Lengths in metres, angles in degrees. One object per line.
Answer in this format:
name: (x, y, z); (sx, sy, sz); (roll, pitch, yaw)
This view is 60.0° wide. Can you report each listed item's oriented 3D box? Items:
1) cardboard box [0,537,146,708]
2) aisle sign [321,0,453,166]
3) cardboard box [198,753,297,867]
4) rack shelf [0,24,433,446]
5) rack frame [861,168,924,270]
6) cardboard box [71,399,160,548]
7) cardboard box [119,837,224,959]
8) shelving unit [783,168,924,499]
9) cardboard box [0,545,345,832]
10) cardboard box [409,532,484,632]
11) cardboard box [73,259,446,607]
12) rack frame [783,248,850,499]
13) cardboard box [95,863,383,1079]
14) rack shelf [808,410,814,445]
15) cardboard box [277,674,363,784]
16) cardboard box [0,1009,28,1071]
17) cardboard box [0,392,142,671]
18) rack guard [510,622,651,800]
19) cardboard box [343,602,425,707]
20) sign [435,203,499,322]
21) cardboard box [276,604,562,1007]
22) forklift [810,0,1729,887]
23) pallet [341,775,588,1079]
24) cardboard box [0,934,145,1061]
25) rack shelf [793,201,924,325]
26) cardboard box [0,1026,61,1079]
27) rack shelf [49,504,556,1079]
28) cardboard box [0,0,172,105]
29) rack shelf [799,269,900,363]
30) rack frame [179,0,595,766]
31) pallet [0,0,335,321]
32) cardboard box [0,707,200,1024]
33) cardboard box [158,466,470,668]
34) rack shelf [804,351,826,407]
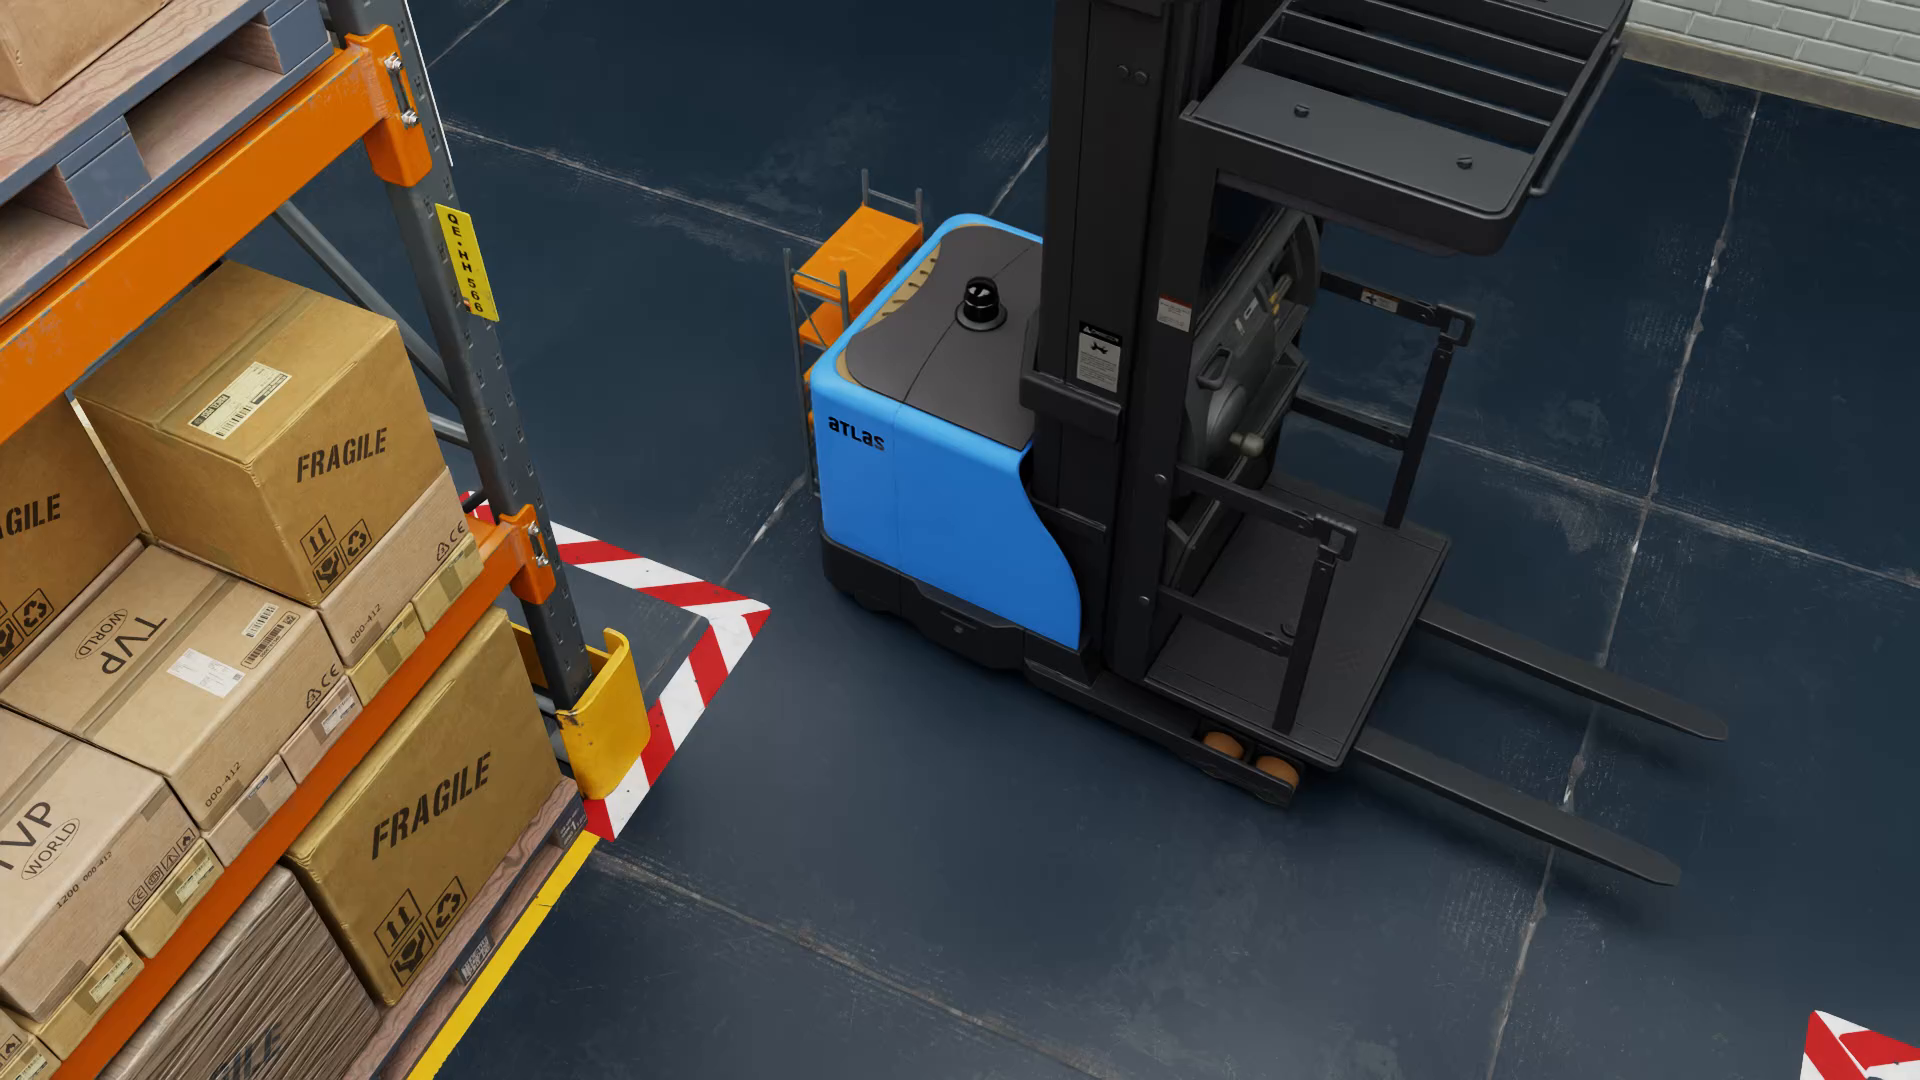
cardboard box: (-2.312, 0.171, 4.038); (0.500, 0.250, 0.500); (19, 52, 16)
aisle sign: (-1.344, -1.179, 3.576); (0.394, 0.787, 0.004); (20, 52, 16)
cardboard box: (-1.827, 0.574, 3.957); (0.380, 0.149, 0.250); (21, 53, 17)
rack shelf: (-2.501, 0.254, 2.567); (1.077, 0.370, 4.000); (20, 52, 16)
rack frame: (-0.231, -0.850, 6.184); (0.240, 1.200, 0.015); (23, 53, 19)
cardboard box: (-2.096, -0.189, 4.345); (0.500, 0.250, 0.500); (19, 52, 15)
cardboard box: (-1.936, 0.753, 3.804); (0.380, 0.149, 0.250); (19, 52, 15)
shelving unit: (-0.353, -0.689, 6.047); (0.258, 1.200, 0.503); (23, 53, 19)
cardboard box: (-1.831, 0.337, 3.897); (0.500, 0.250, 0.500); (19, 52, 15)
cardboard box: (-1.501, 0.050, 4.403); (0.380, 0.149, 0.250); (21, 53, 17)
cardboard box: (-1.617, -0.254, 3.907); (0.500, 0.500, 0.500); (20, 53, 17)
rack frame: (-0.474, -0.527, 5.910); (0.240, 1.200, 0.015); (23, 53, 19)
cardboard box: (-2.236, 1.262, 4.326); (0.875, 0.875, 0.875); (20, 52, 16)
rack shelf: (-0.351, -0.516, 6.249); (0.258, 0.148, 0.480); (23, 53, 19)
cardboard box: (-1.719, 0.402, 4.103); (0.380, 0.149, 0.250); (20, 52, 16)
cardboard box: (-2.267, 1.048, 3.292); (0.500, 0.250, 0.500); (20, 52, 16)
cardboard box: (-2.309, -0.088, 3.766); (0.500, 0.500, 0.500); (19, 52, 15)
rack guard: (-1.636, 0.409, 5.573); (1.175, 0.500, 0.348); (20, 52, 16)
cardboard box: (-1.610, 0.229, 4.250); (0.380, 0.149, 0.250); (20, 53, 16)
sign: (-1.162, -0.650, 3.918); (0.100, 0.325, 0.005); (20, 52, 16)
cardboard box: (-1.848, 0.635, 4.860); (0.875, 0.875, 0.875); (20, 52, 16)
forklift: (1.037, -0.546, 4.790); (3.031, 2.935, 1.130); (24, 54, 19)
pallet: (-1.917, 1.096, 5.179); (1.003, 0.211, 1.213); (20, 52, 16)
cardboard box: (-2.046, 0.932, 3.652); (0.380, 0.149, 0.250); (20, 52, 16)
rack shelf: (-0.355, -0.944, 5.748); (0.258, 0.148, 0.480); (23, 53, 19)
cardboard box: (-2.154, 1.102, 3.508); (0.380, 0.149, 0.250); (21, 53, 17)
rack shelf: (-2.501, 1.226, 3.710); (1.077, 0.370, 4.000); (20, 52, 16)
cardboard box: (-1.820, -1.182, 2.909); (0.700, 0.500, 0.500); (17, 52, 14)
rack shelf: (-0.354, -0.790, 5.928); (0.258, 0.148, 0.480); (23, 53, 19)
rack frame: (-1.646, -0.384, 4.607); (1.000, 3.000, 0.127); (20, 52, 16)
pallet: (-1.954, -0.813, 3.061); (1.003, 0.211, 1.213); (20, 52, 16)
cardboard box: (-2.048, 0.688, 3.598); (0.500, 0.250, 0.500); (18, 52, 15)
cardboard box: (-1.614, -0.012, 4.194); (0.500, 0.250, 0.500); (19, 52, 16)
rack shelf: (-0.352, -0.645, 6.098); (0.258, 0.148, 0.480); (23, 53, 19)
